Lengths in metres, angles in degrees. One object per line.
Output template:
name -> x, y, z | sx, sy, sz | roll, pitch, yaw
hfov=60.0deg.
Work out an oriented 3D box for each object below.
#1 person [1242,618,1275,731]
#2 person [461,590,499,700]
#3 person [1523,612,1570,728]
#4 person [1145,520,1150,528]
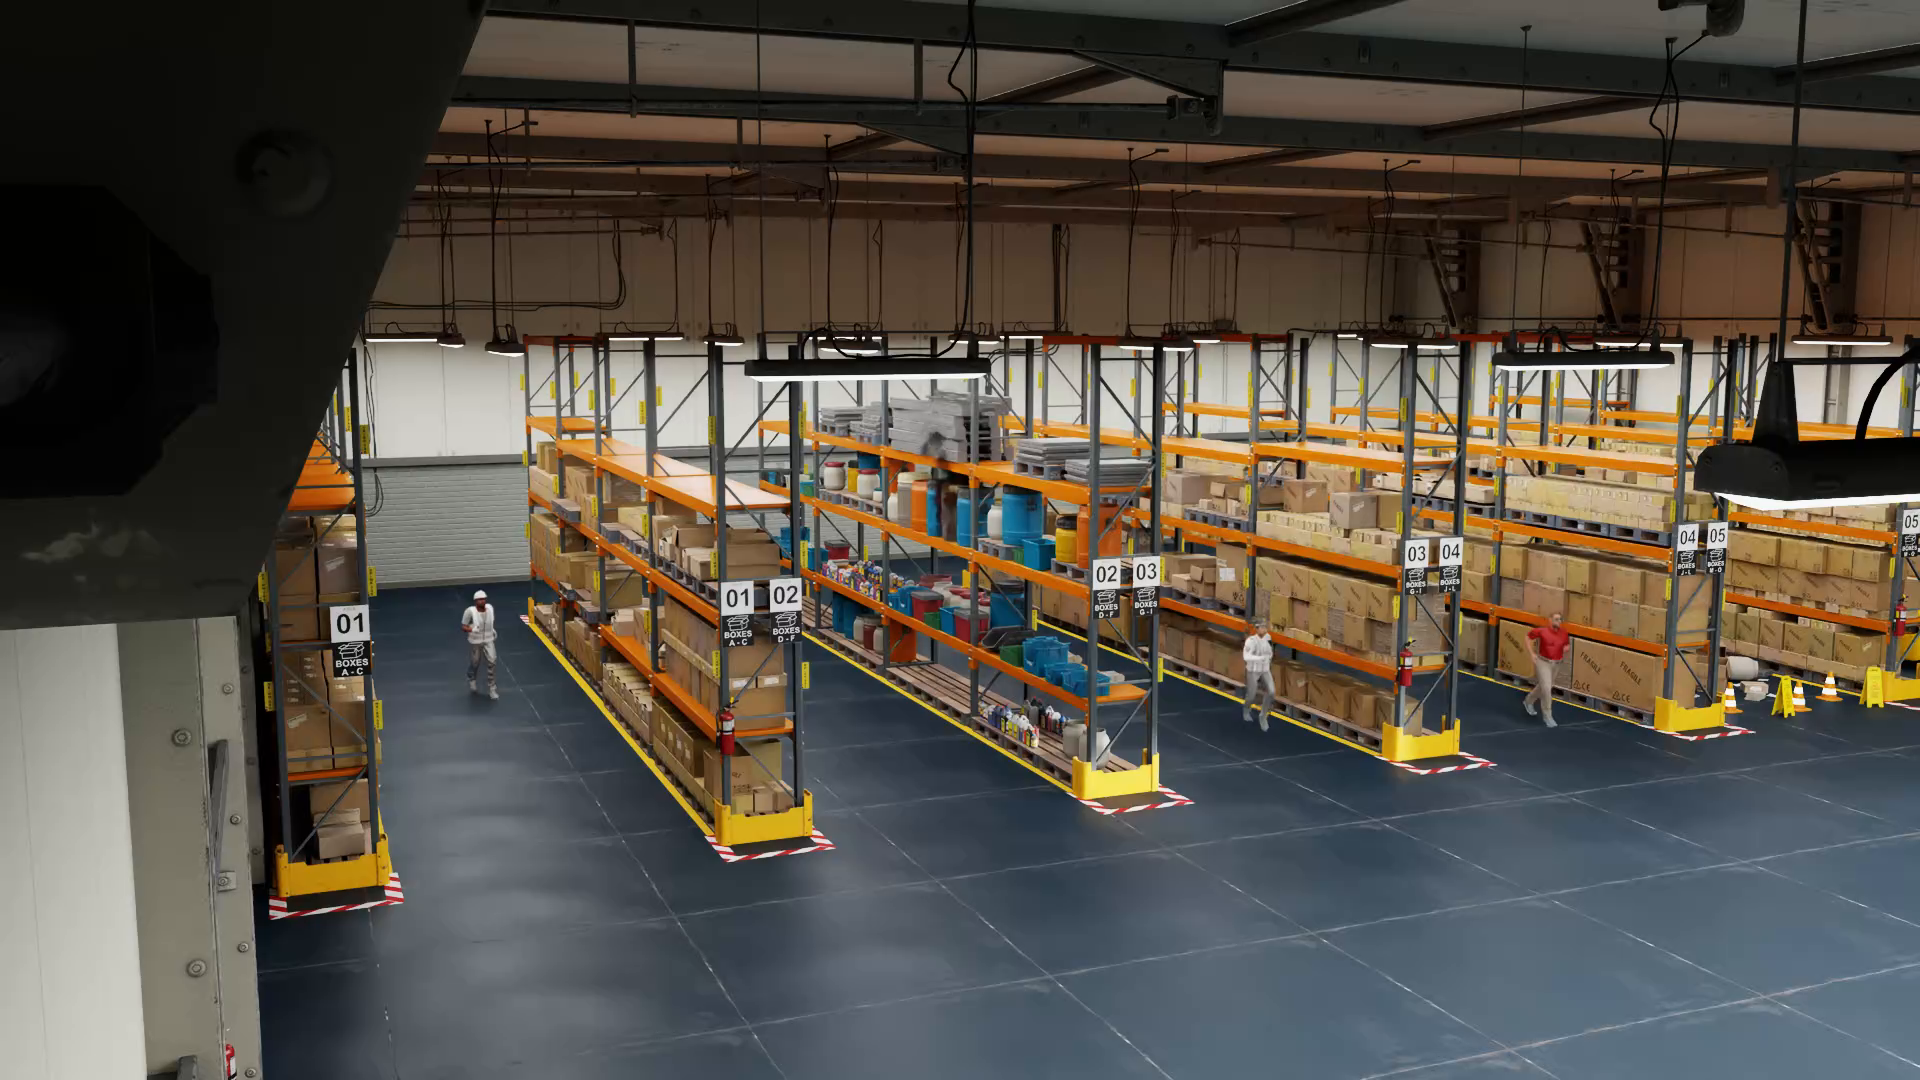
person -> 4.486, 1.986, 24.982 | 0.639, 1.706, 0.804 | -3, 8, -20
person -> -8.064, 1.732, 27.922 | 0.624, 1.816, 0.893 | -5, 9, -31
person -> 9.299, 1.999, 26.230 | 0.668, 1.745, 0.957 | -2, 8, -18
person -> 4.746, -0.037, 41.797 | 0.517, 1.649, 0.861 | -1, 8, -4
